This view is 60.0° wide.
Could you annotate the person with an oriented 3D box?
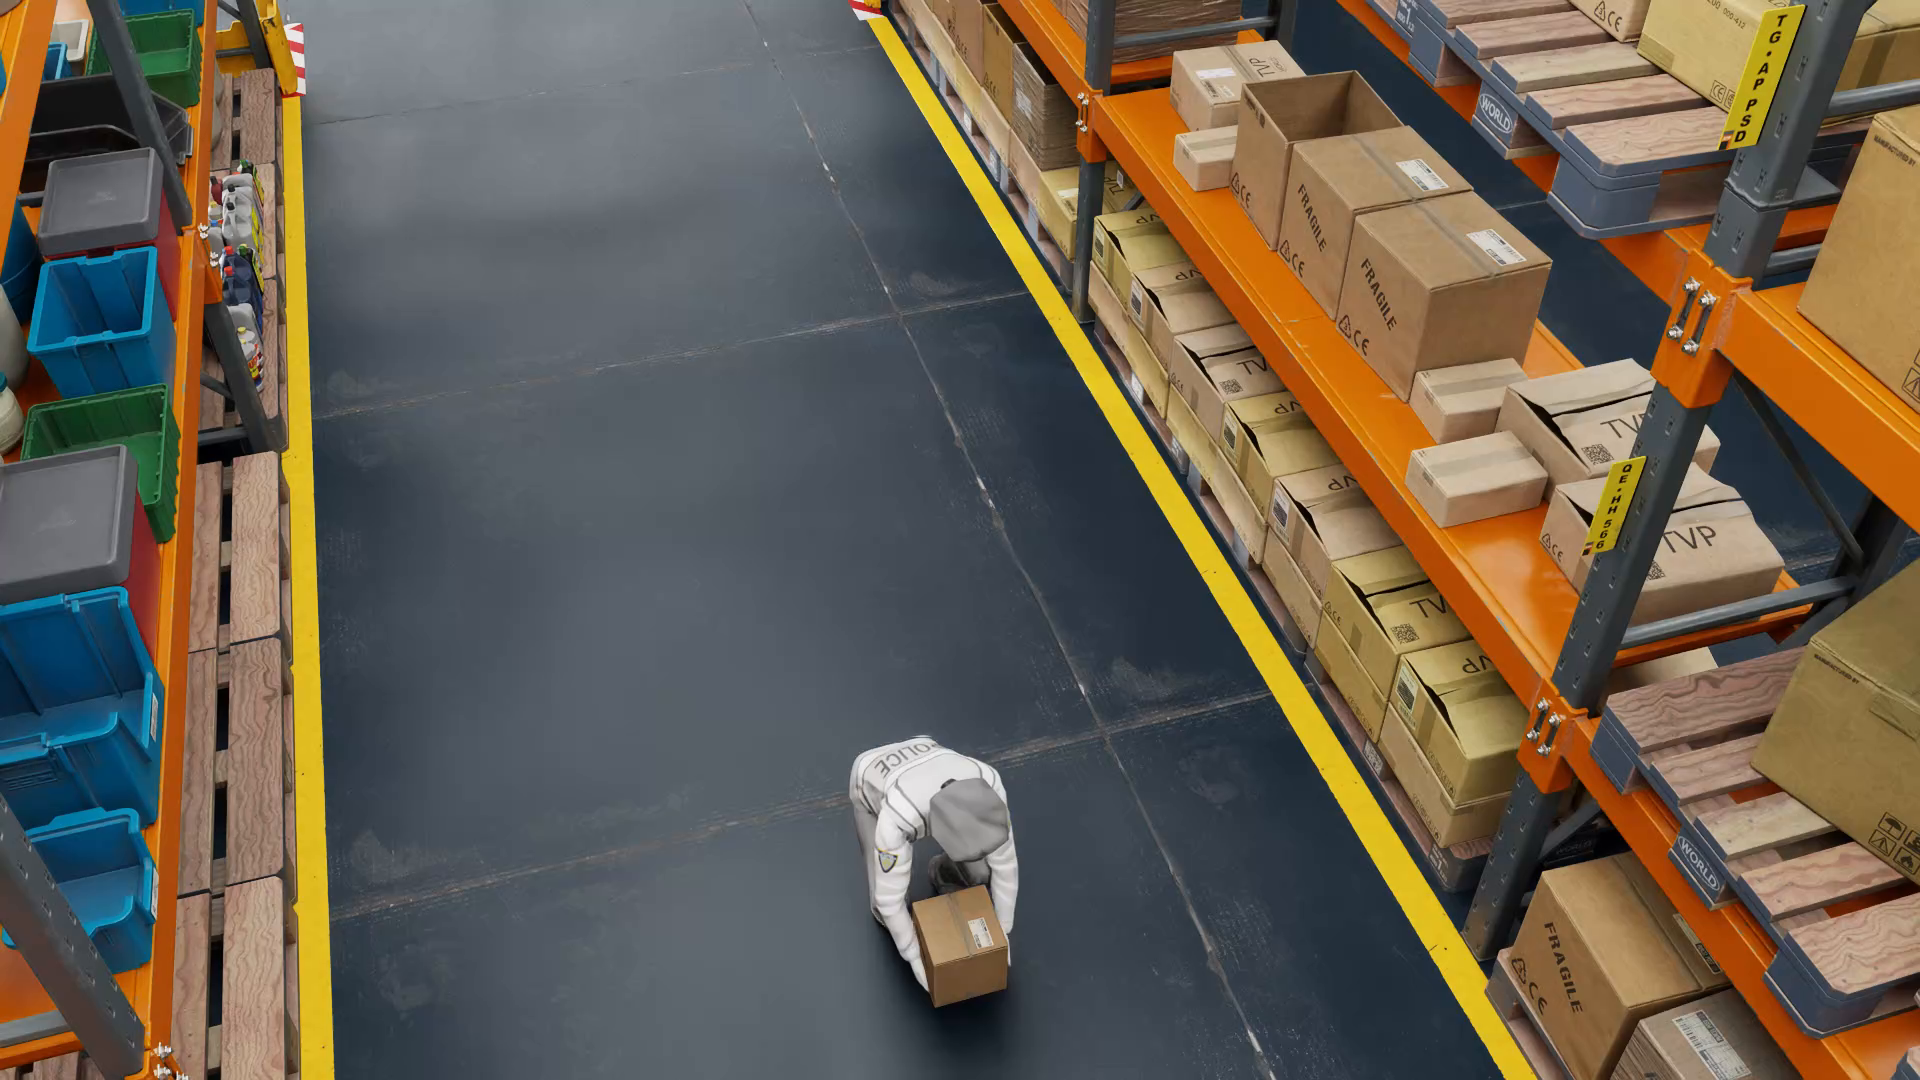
[{"bbox_3d":[-0.094,0.995,5.600,0.495,0.964,0.825,-12,44,-13],"label":"person"}]
